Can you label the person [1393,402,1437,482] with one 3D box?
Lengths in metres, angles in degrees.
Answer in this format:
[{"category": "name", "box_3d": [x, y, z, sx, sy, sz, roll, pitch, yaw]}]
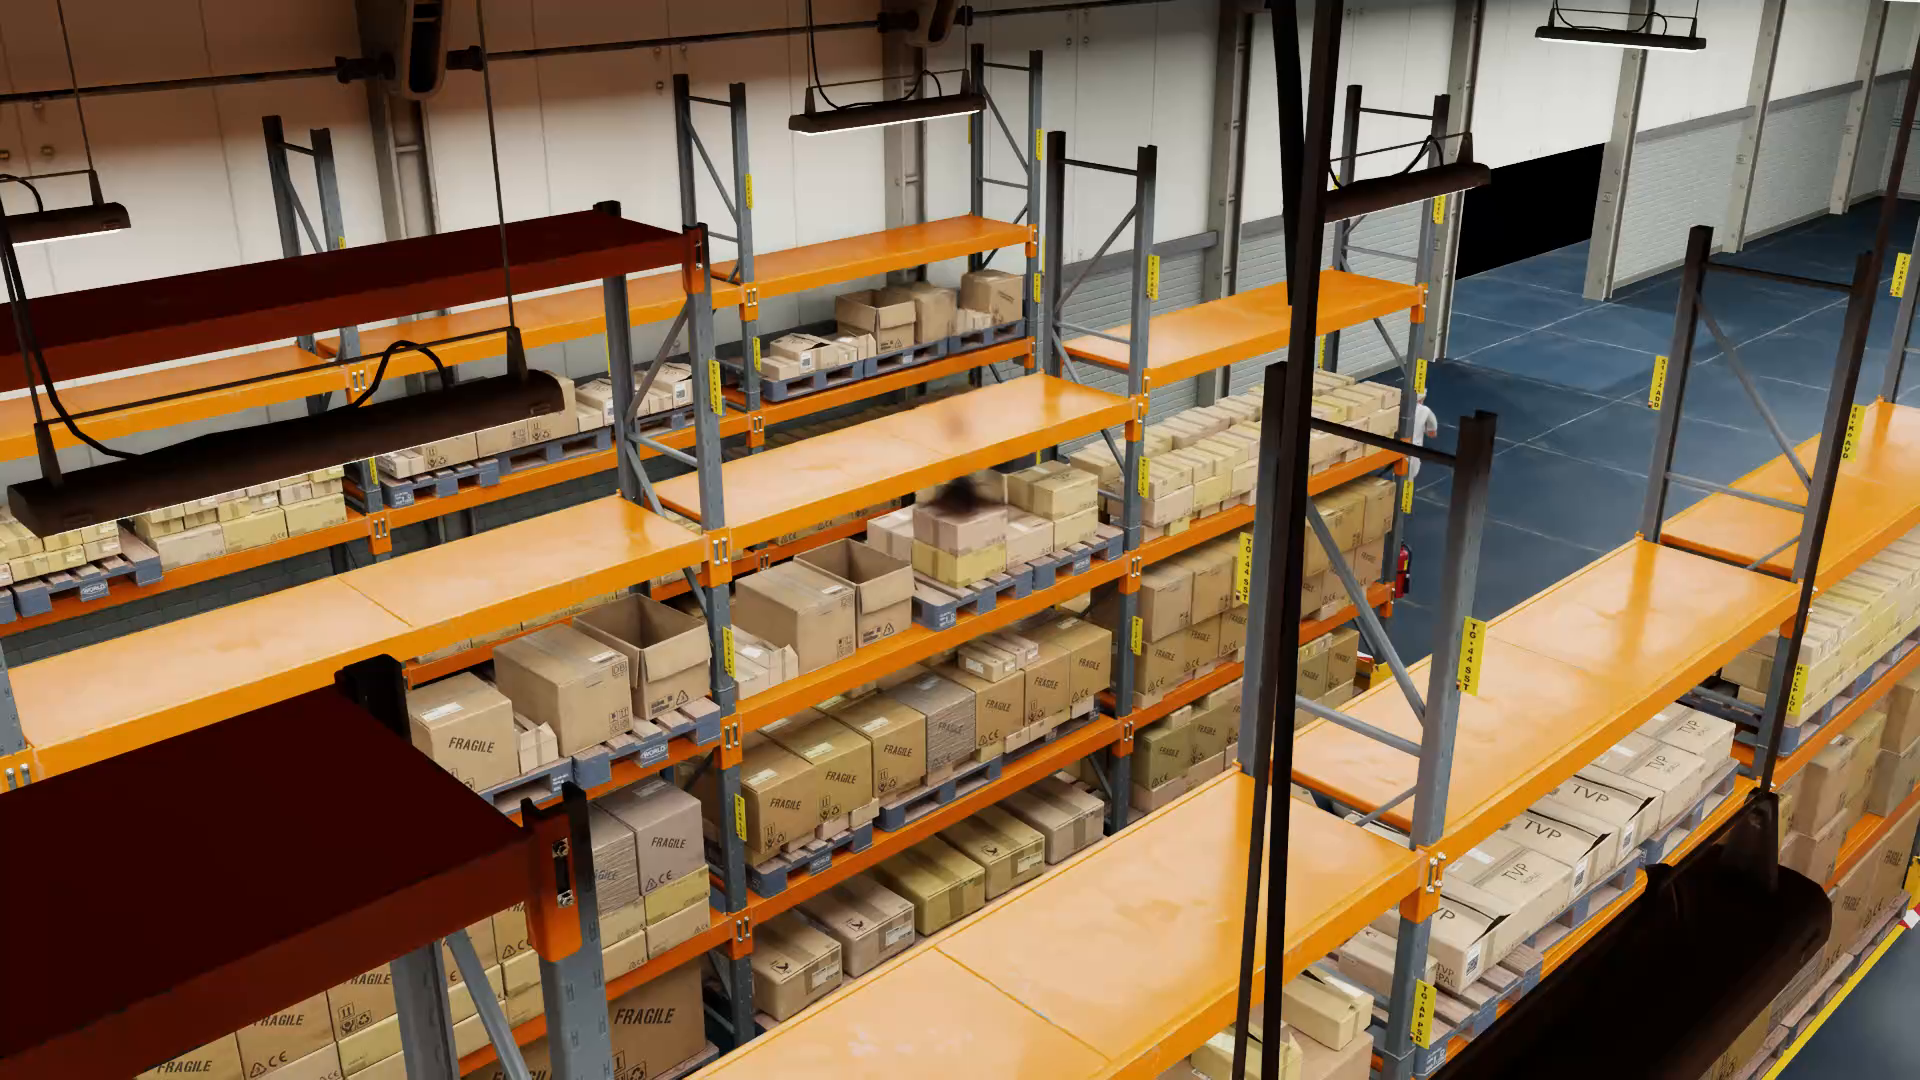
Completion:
[{"category": "person", "box_3d": [5.779, -1.122, 21.491, 0.698, 1.444, 0.655, 13, 26, 28]}]
